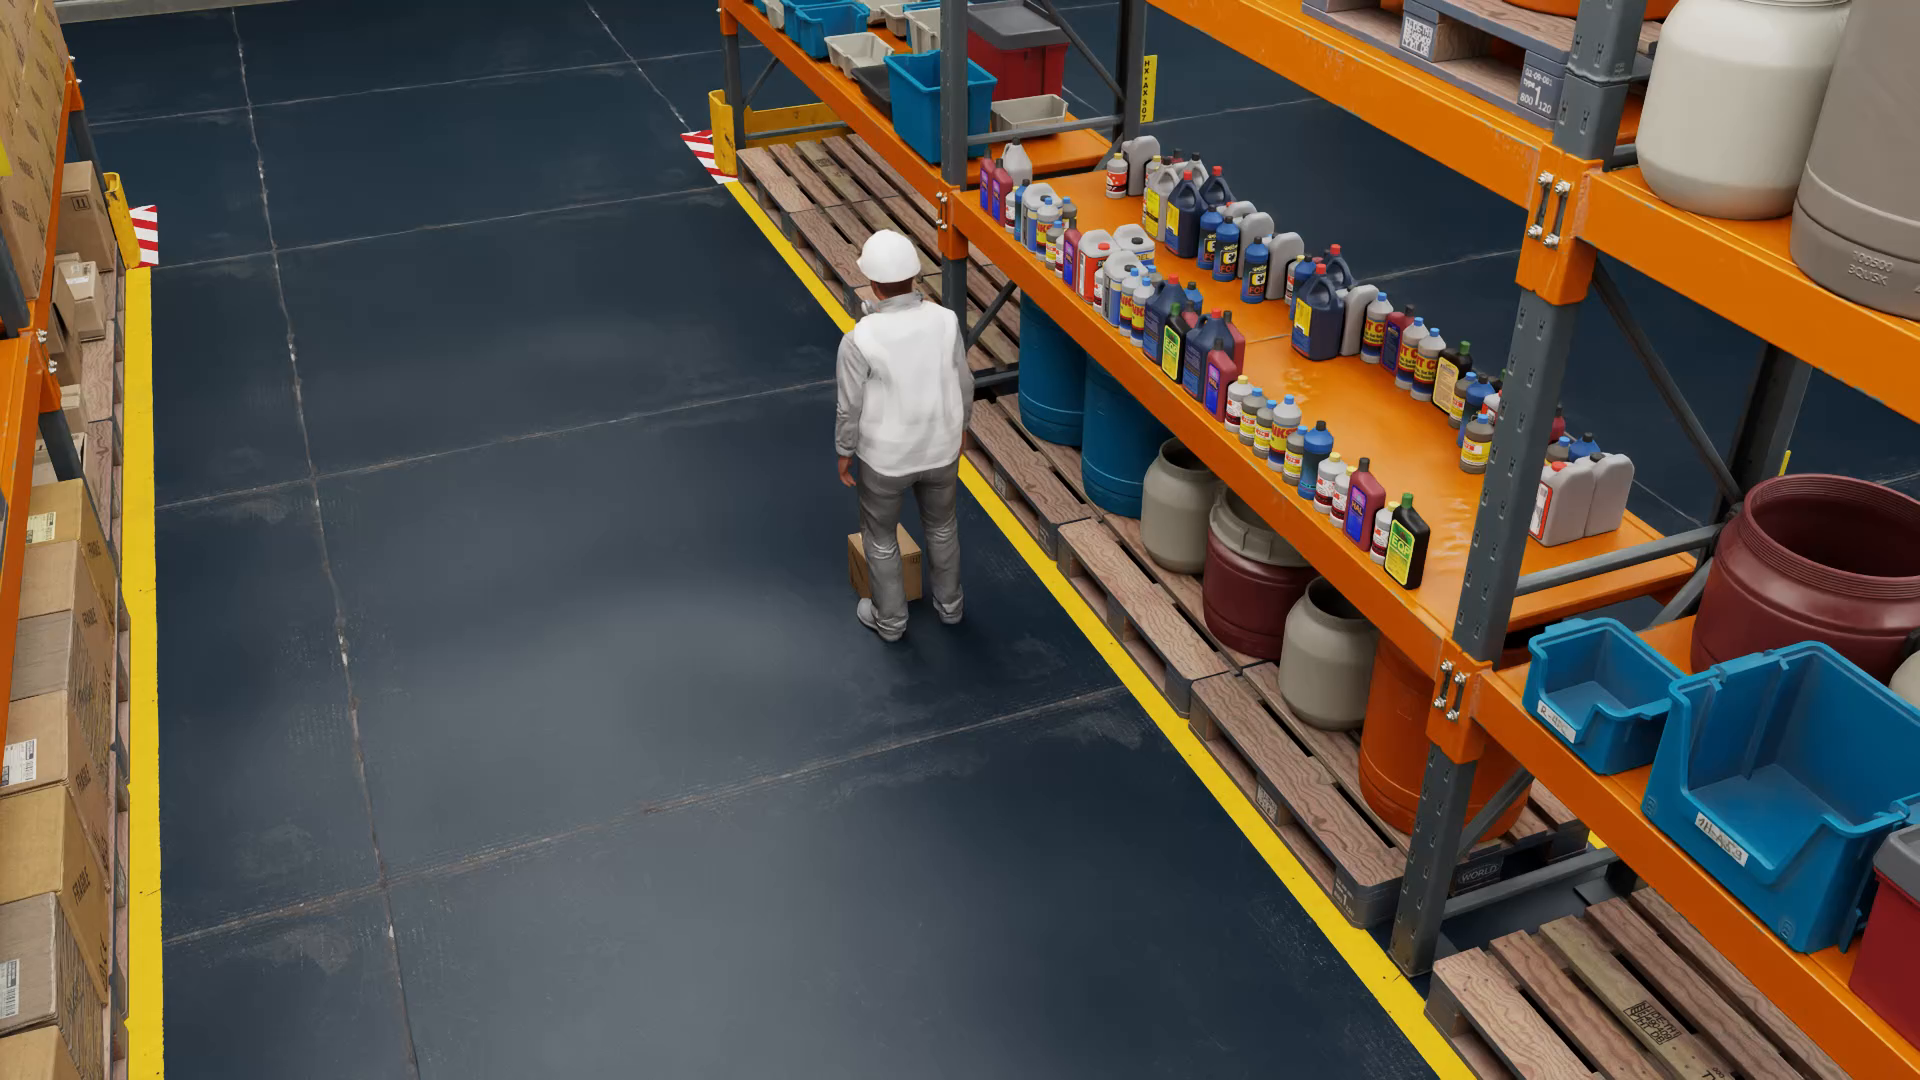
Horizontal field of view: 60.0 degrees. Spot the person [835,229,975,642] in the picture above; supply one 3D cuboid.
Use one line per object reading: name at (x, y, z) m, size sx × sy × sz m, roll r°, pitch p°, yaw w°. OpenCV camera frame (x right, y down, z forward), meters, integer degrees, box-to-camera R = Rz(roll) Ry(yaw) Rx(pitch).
person at (-0.226, -0.392, 6.715) m, size 0.585 × 1.771 × 0.466 m, roll -13°, pitch 36°, yaw -19°
